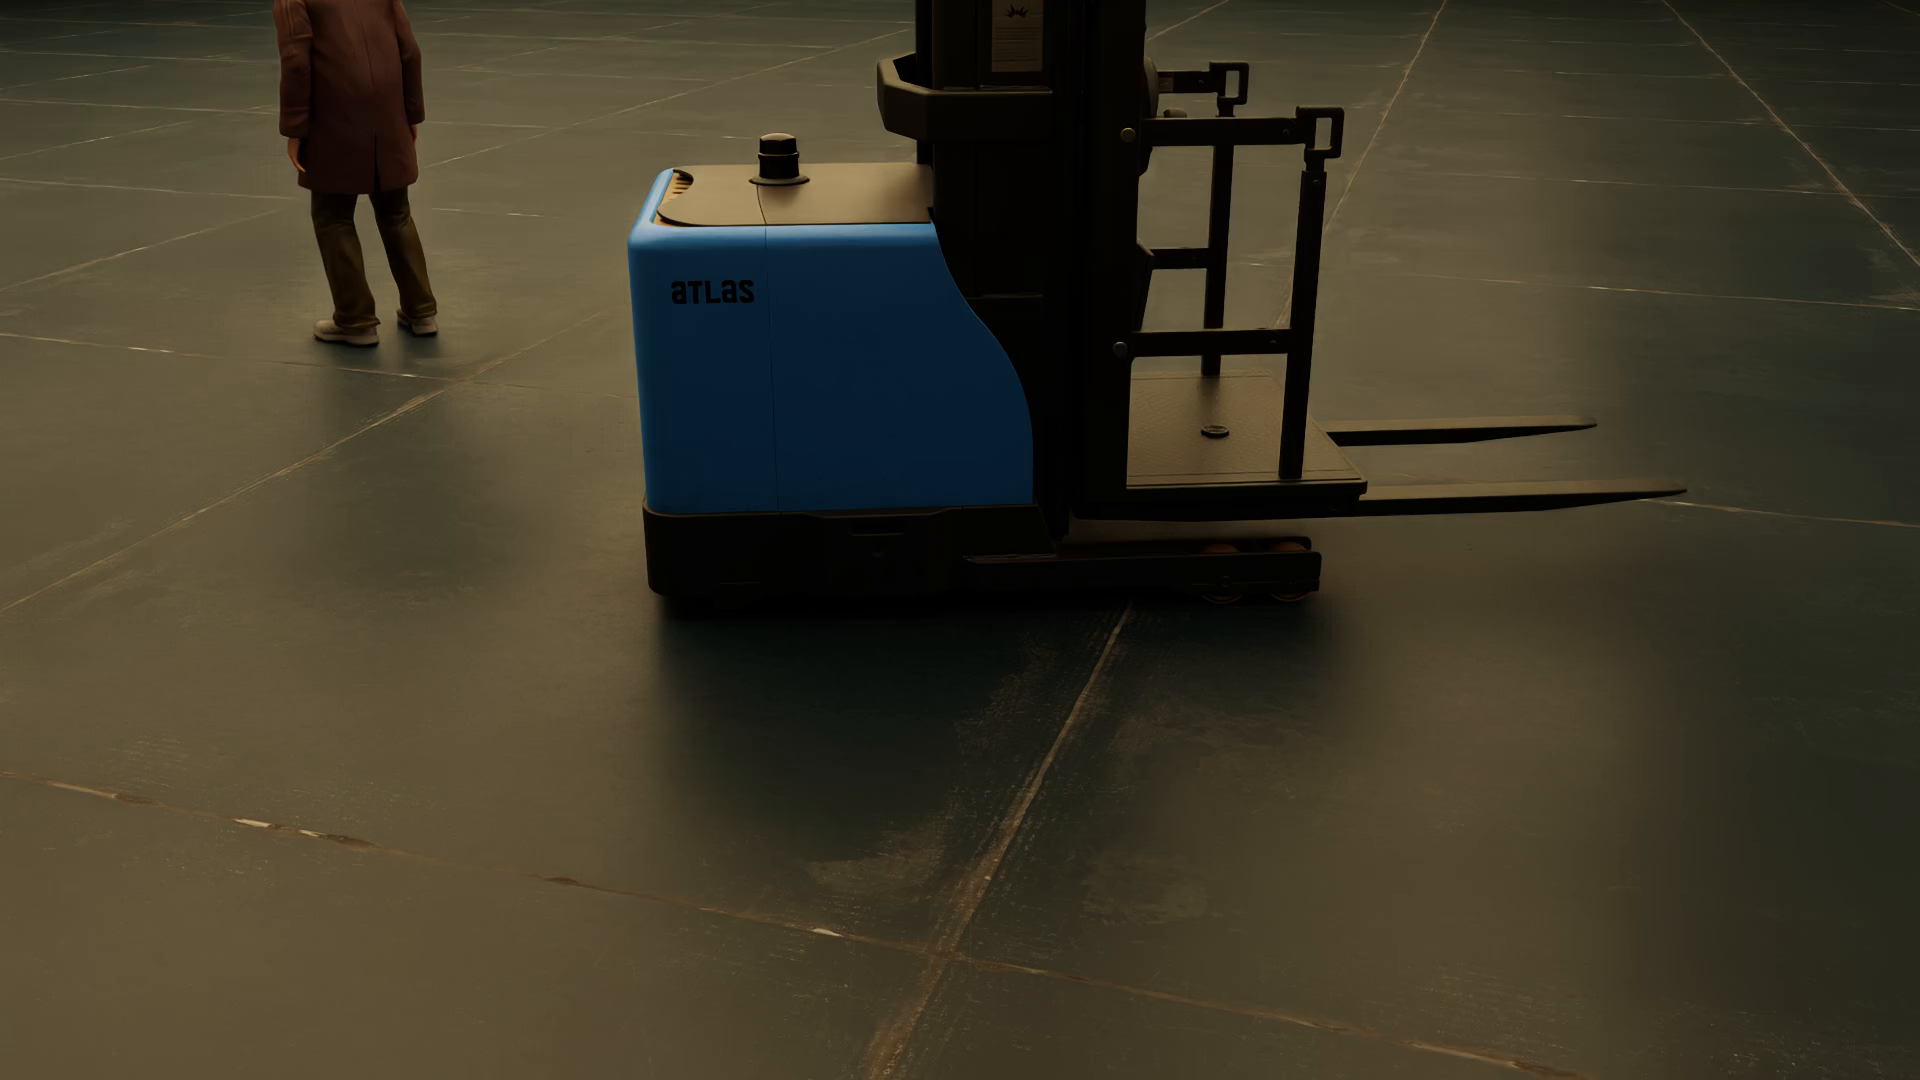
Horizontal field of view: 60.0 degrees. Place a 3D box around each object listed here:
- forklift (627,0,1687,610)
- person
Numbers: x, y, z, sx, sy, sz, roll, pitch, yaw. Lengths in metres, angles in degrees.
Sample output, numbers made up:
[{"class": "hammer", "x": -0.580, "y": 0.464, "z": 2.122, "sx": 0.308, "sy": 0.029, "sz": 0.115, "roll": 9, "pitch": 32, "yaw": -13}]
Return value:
[{"class": "forklift", "x": 0.606, "y": -1.374, "z": 4.608, "sx": 3.031, "sy": 2.935, "sz": 1.130, "roll": -2, "pitch": 23, "yaw": -4}, {"class": "person", "x": -2.539, "y": -1.714, "z": 6.954, "sx": 0.439, "sy": 1.775, "sz": 0.644, "roll": 20, "pitch": 29, "yaw": 39}]
